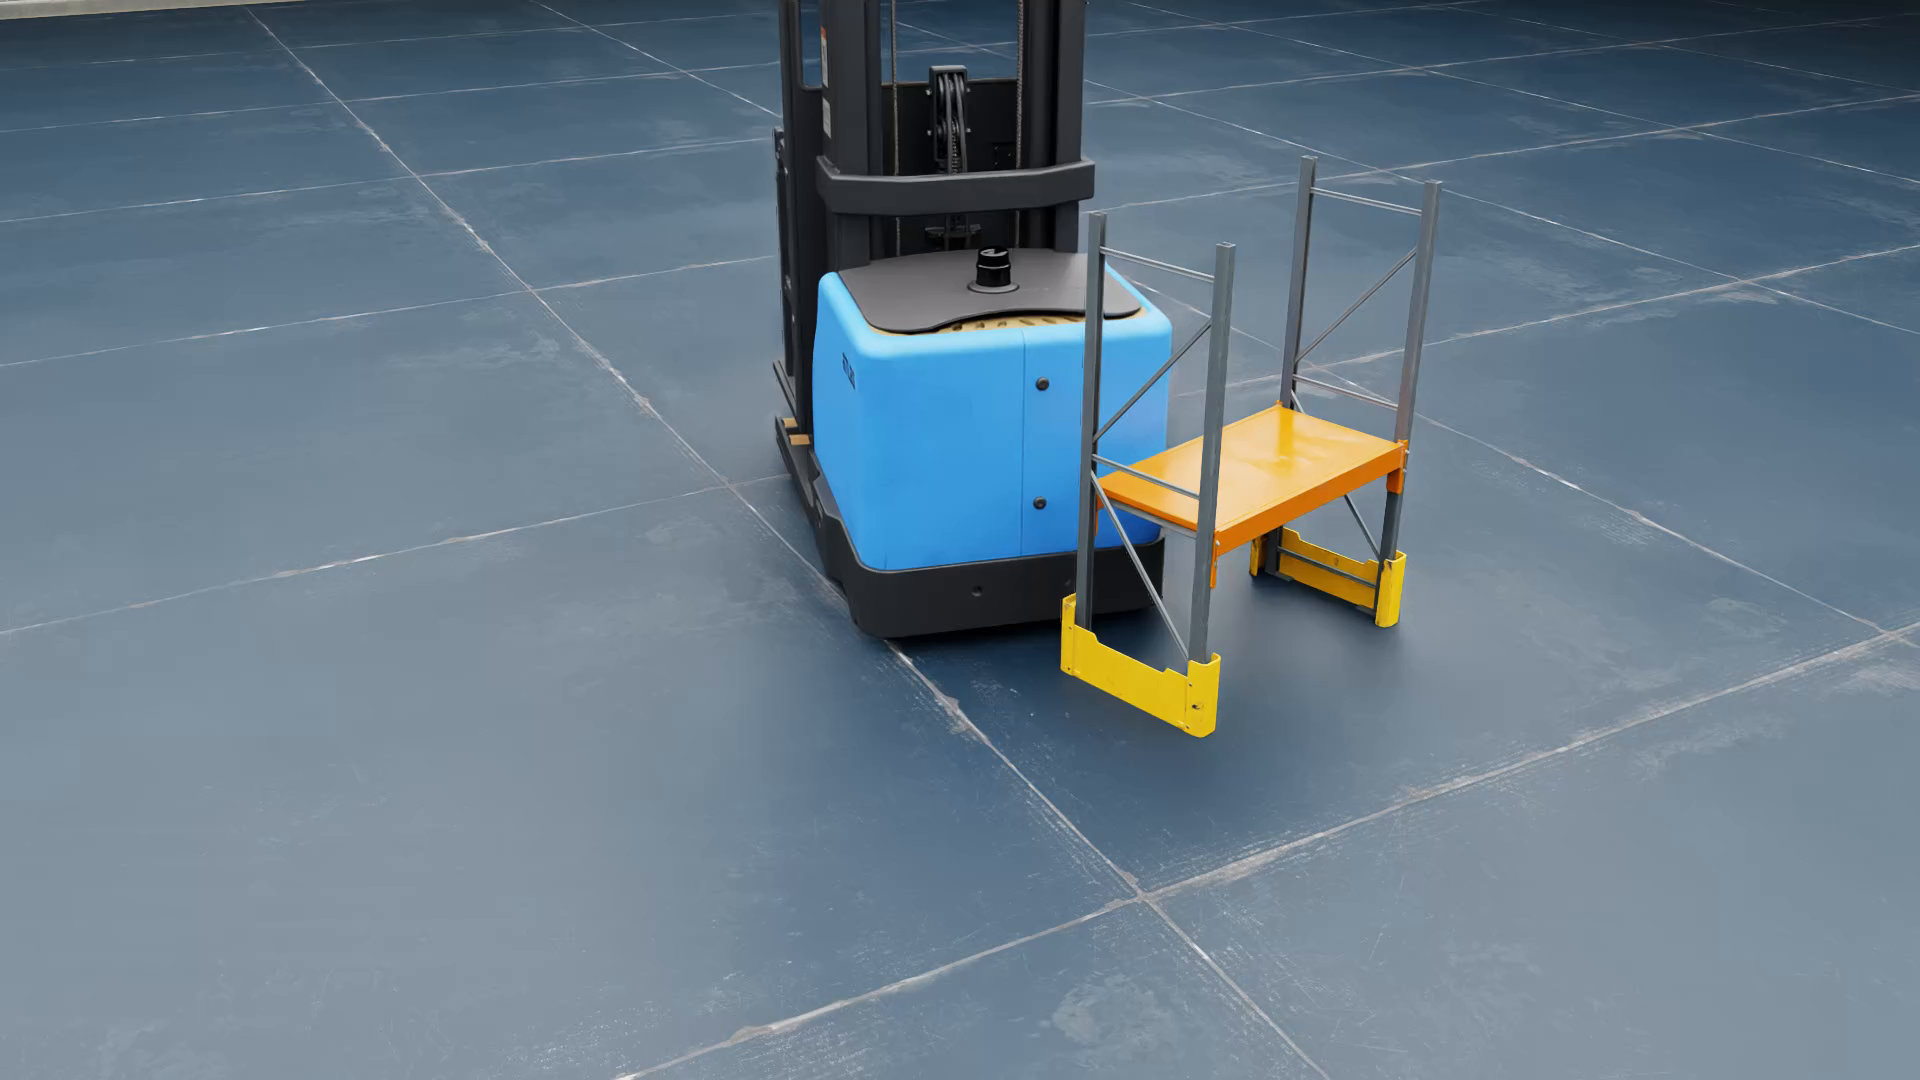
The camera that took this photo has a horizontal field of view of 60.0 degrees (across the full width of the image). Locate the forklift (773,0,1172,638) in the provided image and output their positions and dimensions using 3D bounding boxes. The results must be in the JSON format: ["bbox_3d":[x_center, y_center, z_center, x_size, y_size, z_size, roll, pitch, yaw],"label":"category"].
[{"bbox_3d":[-0.152,-1.618,6.233,1.130,2.935,3.031,-6,26,-12],"label":"forklift"}]

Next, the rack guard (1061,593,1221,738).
[{"bbox_3d":[0.550,0.383,5.164,0.087,0.250,0.587,-23,34,-39],"label":"rack guard"}]

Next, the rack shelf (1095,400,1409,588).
[{"bbox_3d":[0.916,-0.171,5.288,1.000,0.185,0.538,-23,34,-39],"label":"rack shelf"}]

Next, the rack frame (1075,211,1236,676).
[{"bbox_3d":[0.549,-0.180,4.893,0.032,1.500,0.500,-23,34,-39],"label":"rack frame"}]

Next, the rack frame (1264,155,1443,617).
[{"bbox_3d":[1.283,-0.485,5.528,0.032,1.500,0.500,-23,34,-39],"label":"rack frame"}]

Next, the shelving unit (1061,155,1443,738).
[{"bbox_3d":[0.910,-0.330,5.205,1.083,1.500,0.587,-23,34,-39],"label":"shelving unit"}]

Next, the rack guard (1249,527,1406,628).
[{"bbox_3d":[1.269,0.084,5.786,0.087,0.250,0.587,-23,34,-39],"label":"rack guard"}]
